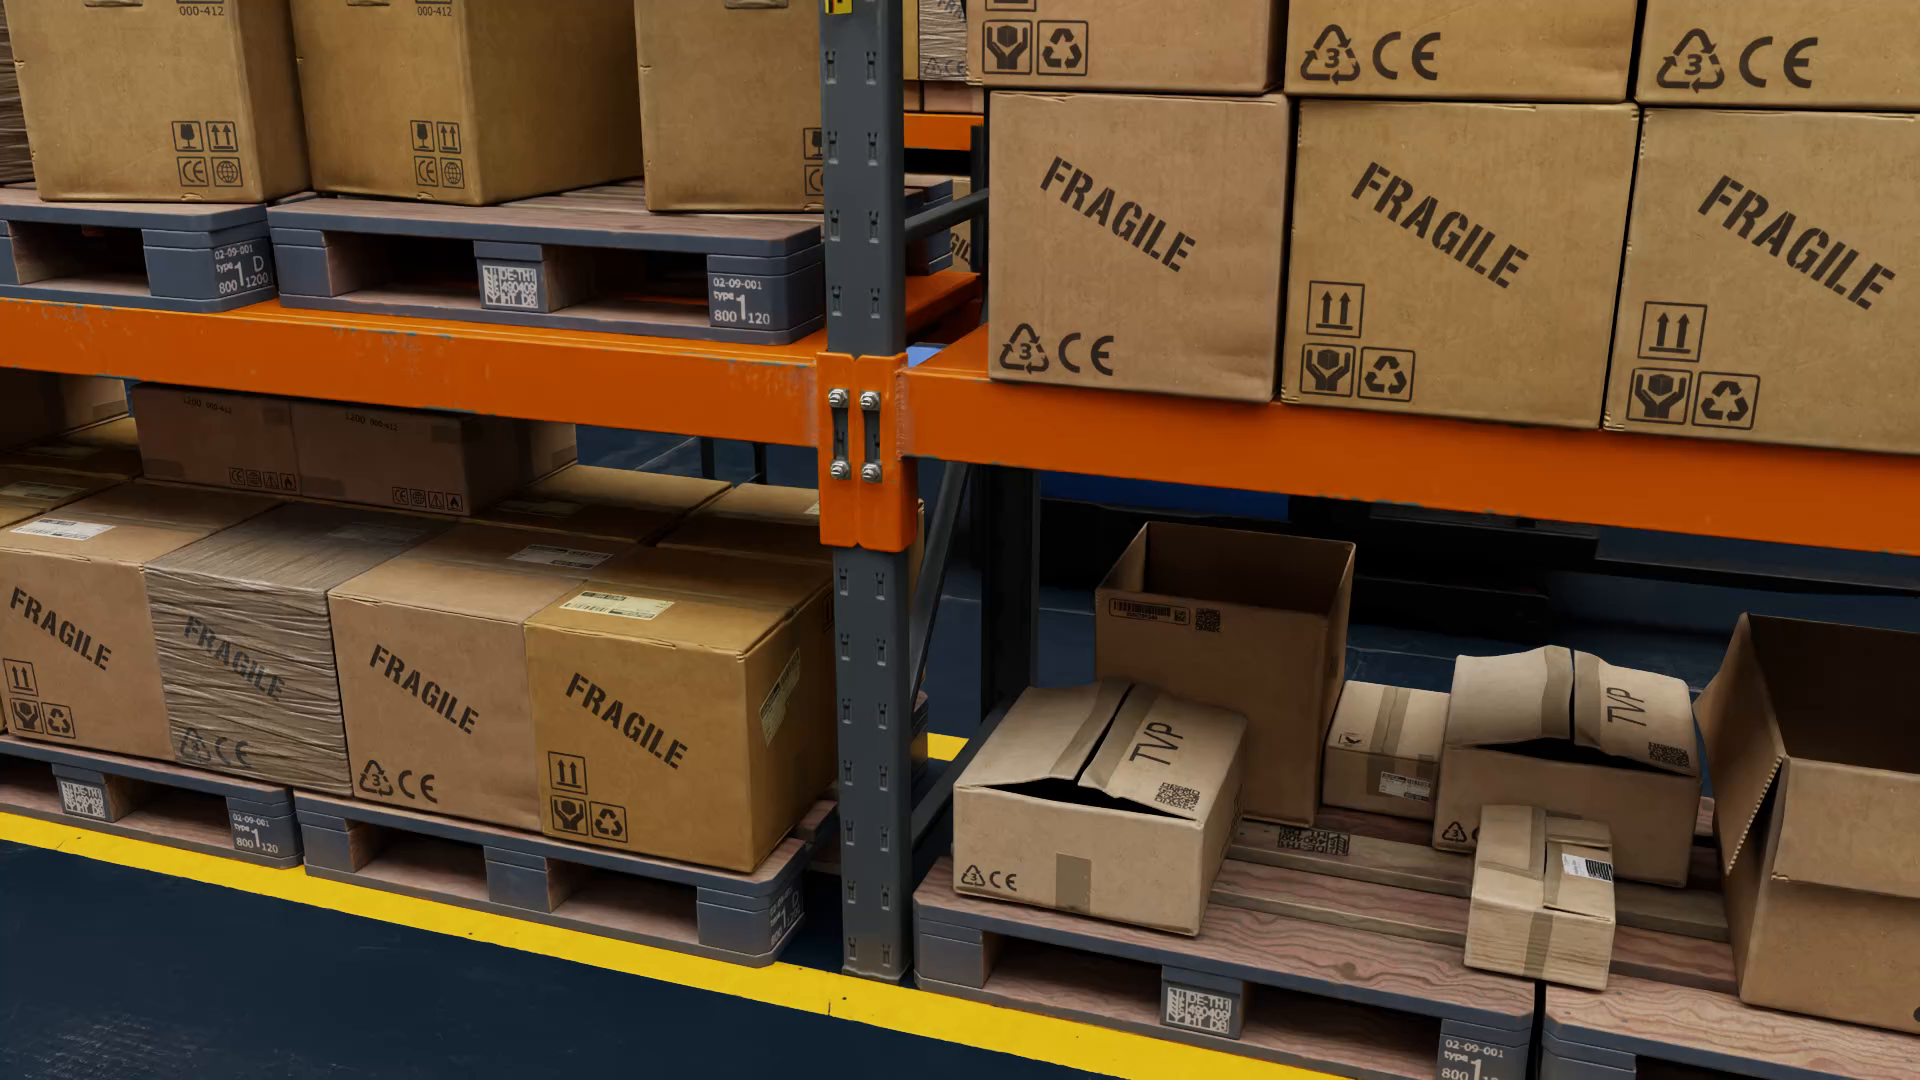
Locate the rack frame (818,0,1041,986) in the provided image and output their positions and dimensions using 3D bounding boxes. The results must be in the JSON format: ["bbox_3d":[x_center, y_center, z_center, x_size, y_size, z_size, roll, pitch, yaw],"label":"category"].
[{"bbox_3d":[-0.023,-0.657,3.405,0.127,3.000,1.000,7,20,18],"label":"rack frame"}]

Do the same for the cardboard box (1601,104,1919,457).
[{"bbox_3d":[1.326,-0.456,2.675,0.500,0.500,0.500,6,20,18],"label":"cardboard box"}]

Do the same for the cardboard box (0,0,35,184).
[{"bbox_3d":[-2.368,-1.144,4.011,0.500,0.500,0.700,11,22,28],"label":"cardboard box"}]

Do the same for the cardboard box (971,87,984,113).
[{"bbox_3d":[0.233,-2.157,8.057,0.250,0.149,0.380,7,20,18],"label":"cardboard box"}]

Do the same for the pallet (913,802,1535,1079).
[{"bbox_3d":[0.626,0.734,3.650,1.213,0.211,1.003,7,20,18],"label":"pallet"}]

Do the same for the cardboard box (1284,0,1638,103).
[{"bbox_3d":[0.817,-0.983,2.667,0.500,0.500,0.500,6,20,16],"label":"cardboard box"}]

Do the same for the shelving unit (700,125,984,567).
[{"bbox_3d":[-0.361,-0.745,5.934,1.048,1.500,0.538,6,20,17],"label":"shelving unit"}]

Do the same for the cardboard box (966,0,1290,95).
[{"bbox_3d":[0.330,-1.038,2.827,0.500,0.500,0.500,7,20,19],"label":"cardboard box"}]

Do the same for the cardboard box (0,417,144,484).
[{"bbox_3d":[-2.352,-0.033,4.742,0.500,0.500,0.500,6,20,16],"label":"cardboard box"}]

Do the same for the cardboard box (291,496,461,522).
[{"bbox_3d":[-1.377,0.077,4.428,0.500,0.500,0.500,7,20,19],"label":"cardboard box"}]

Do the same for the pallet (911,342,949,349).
[{"bbox_3d":[-0.311,-1.072,8.832,1.213,0.211,1.003,7,20,18],"label":"pallet"}]

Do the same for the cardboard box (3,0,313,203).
[{"bbox_3d":[-1.712,-1.075,3.812,0.500,0.500,0.700,1,19,4],"label":"cardboard box"}]

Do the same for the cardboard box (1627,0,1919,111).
[{"bbox_3d":[1.303,-0.927,2.508,0.500,0.500,0.500,6,20,16],"label":"cardboard box"}]

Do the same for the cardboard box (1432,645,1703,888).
[{"bbox_3d":[1.317,0.459,3.619,0.500,0.311,0.500,7,20,18],"label":"cardboard box"}]

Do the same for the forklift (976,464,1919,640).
[{"bbox_3d":[1.632,-1.268,5.260,3.031,2.935,1.130,6,20,17],"label":"forklift"}]

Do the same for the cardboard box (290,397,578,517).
[{"bbox_3d":[-1.345,-0.275,4.298,0.500,0.250,0.500,7,20,18],"label":"cardboard box"}]

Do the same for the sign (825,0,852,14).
[{"bbox_3d":[-0.202,-1.031,2.718,0.005,0.325,0.100,7,20,18],"label":"sign"}]

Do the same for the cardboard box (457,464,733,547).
[{"bbox_3d":[-0.907,0.133,4.267,0.500,0.500,0.500,7,20,19],"label":"cardboard box"}]

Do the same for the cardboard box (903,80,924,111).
[{"bbox_3d":[-0.246,-2.220,8.240,0.250,0.149,0.380,7,20,20],"label":"cardboard box"}]

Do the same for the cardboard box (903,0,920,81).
[{"bbox_3d":[-0.350,-2.528,8.137,0.500,0.500,0.500,7,20,20],"label":"cardboard box"}]

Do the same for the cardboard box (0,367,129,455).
[{"bbox_3d":[-2.786,-0.438,4.766,0.500,0.250,0.500,7,21,20],"label":"cardboard box"}]

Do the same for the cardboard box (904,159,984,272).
[{"bbox_3d":[0.102,-1.506,8.468,0.750,0.750,0.750,7,20,20],"label":"cardboard box"}]

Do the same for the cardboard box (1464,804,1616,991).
[{"bbox_3d":[1.123,0.676,3.217,0.250,0.166,0.380,7,20,18],"label":"cardboard box"}]

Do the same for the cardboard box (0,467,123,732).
[{"bbox_3d":[-2.497,0.132,4.270,0.500,0.500,0.500,6,20,17],"label":"cardboard box"}]

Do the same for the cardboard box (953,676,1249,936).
[{"bbox_3d":[0.303,0.517,3.452,0.500,0.311,0.500,7,20,18],"label":"cardboard box"}]

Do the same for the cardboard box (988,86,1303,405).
[{"bbox_3d":[0.369,-0.565,2.988,0.500,0.500,0.500,7,20,19],"label":"cardboard box"}]

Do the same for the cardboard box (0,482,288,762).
[{"bbox_3d":[-2.002,0.186,4.113,0.500,0.500,0.500,6,20,16],"label":"cardboard box"}]

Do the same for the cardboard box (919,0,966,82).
[{"bbox_3d":[0.124,-2.476,7.987,0.500,0.500,0.500,7,20,18],"label":"cardboard box"}]

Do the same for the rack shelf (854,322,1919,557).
[{"bbox_3d":[1.866,-0.102,2.904,4.000,0.370,1.077,7,20,18],"label":"rack shelf"}]

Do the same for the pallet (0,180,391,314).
[{"bbox_3d":[-1.963,-0.790,4.078,1.213,0.211,1.003,7,20,18],"label":"pallet"}]

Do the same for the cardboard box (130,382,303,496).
[{"bbox_3d":[-1.819,-0.329,4.453,0.500,0.250,0.500,6,20,17],"label":"cardboard box"}]

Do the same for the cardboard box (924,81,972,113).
[{"bbox_3d":[0.001,-2.188,8.148,0.250,0.149,0.380,6,20,17],"label":"cardboard box"}]

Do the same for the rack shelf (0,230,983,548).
[{"bbox_3d":[-1.912,-0.534,4.143,4.000,0.370,1.077,7,20,18],"label":"rack shelf"}]

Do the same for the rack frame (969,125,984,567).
[{"bbox_3d":[0.124,-0.694,5.789,0.032,1.500,0.500,6,20,17],"label":"rack frame"}]

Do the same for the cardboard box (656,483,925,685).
[{"bbox_3d":[-0.400,0.187,4.111,0.500,0.500,0.500,6,20,16],"label":"cardboard box"}]

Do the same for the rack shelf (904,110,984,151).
[{"bbox_3d":[-0.290,-2.074,8.563,4.000,0.370,1.077,7,20,18],"label":"rack shelf"}]

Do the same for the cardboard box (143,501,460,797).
[{"bbox_3d":[-1.521,0.241,3.958,0.500,0.500,0.500,7,20,19],"label":"cardboard box"}]

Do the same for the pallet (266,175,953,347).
[{"bbox_3d":[-0.742,-0.687,3.782,1.213,0.211,1.003,7,20,18],"label":"pallet"}]

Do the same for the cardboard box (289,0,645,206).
[{"bbox_3d":[-1.067,-1.078,3.822,0.500,0.500,0.700,10,22,27],"label":"cardboard box"}]

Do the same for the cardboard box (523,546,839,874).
[{"bbox_3d":[-0.583,0.351,3.641,0.500,0.500,0.500,6,20,18],"label":"cardboard box"}]

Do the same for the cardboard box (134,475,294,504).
[{"bbox_3d":[-1.854,0.022,4.585,0.500,0.500,0.500,6,20,16],"label":"cardboard box"}]

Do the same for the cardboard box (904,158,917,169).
[{"bbox_3d":[-0.702,-1.596,8.727,0.750,0.750,0.750,6,20,18],"label":"cardboard box"}]

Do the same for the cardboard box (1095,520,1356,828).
[{"bbox_3d":[0.608,0.289,3.820,0.500,0.500,0.500,7,20,18],"label":"cardboard box"}]

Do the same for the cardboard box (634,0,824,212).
[{"bbox_3d":[-0.397,-1.024,3.666,0.500,0.500,0.700,0,19,0],"label":"cardboard box"}]

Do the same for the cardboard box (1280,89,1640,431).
[{"bbox_3d":[0.854,-0.511,2.832,0.500,0.500,0.500,7,20,19],"label":"cardboard box"}]

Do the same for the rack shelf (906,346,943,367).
[{"bbox_3d":[-0.361,-0.575,5.993,1.000,0.185,0.538,6,20,17],"label":"rack shelf"}]

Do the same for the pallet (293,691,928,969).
[{"bbox_3d":[-0.804,0.583,4.082,1.213,0.211,1.003,7,20,18],"label":"pallet"}]

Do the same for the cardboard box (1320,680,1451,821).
[{"bbox_3d":[0.982,0.476,3.816,0.250,0.149,0.380,7,20,18],"label":"cardboard box"}]

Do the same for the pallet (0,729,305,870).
[{"bbox_3d":[-1.960,0.452,4.459,1.213,0.211,1.003,7,20,18],"label":"pallet"}]

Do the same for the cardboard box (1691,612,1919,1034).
[{"bbox_3d":[1.753,0.515,3.166,0.637,0.503,0.797,7,20,18],"label":"cardboard box"}]

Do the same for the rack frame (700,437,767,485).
[{"bbox_3d":[-0.845,-0.795,6.079,0.032,1.500,0.500,6,20,17],"label":"rack frame"}]

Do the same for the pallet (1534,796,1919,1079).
[{"bbox_3d":[1.782,0.865,3.274,1.213,0.211,1.003,7,20,18],"label":"pallet"}]

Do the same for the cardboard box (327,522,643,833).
[{"bbox_3d":[-1.047,0.295,3.802,0.500,0.500,0.500,7,20,18],"label":"cardboard box"}]
